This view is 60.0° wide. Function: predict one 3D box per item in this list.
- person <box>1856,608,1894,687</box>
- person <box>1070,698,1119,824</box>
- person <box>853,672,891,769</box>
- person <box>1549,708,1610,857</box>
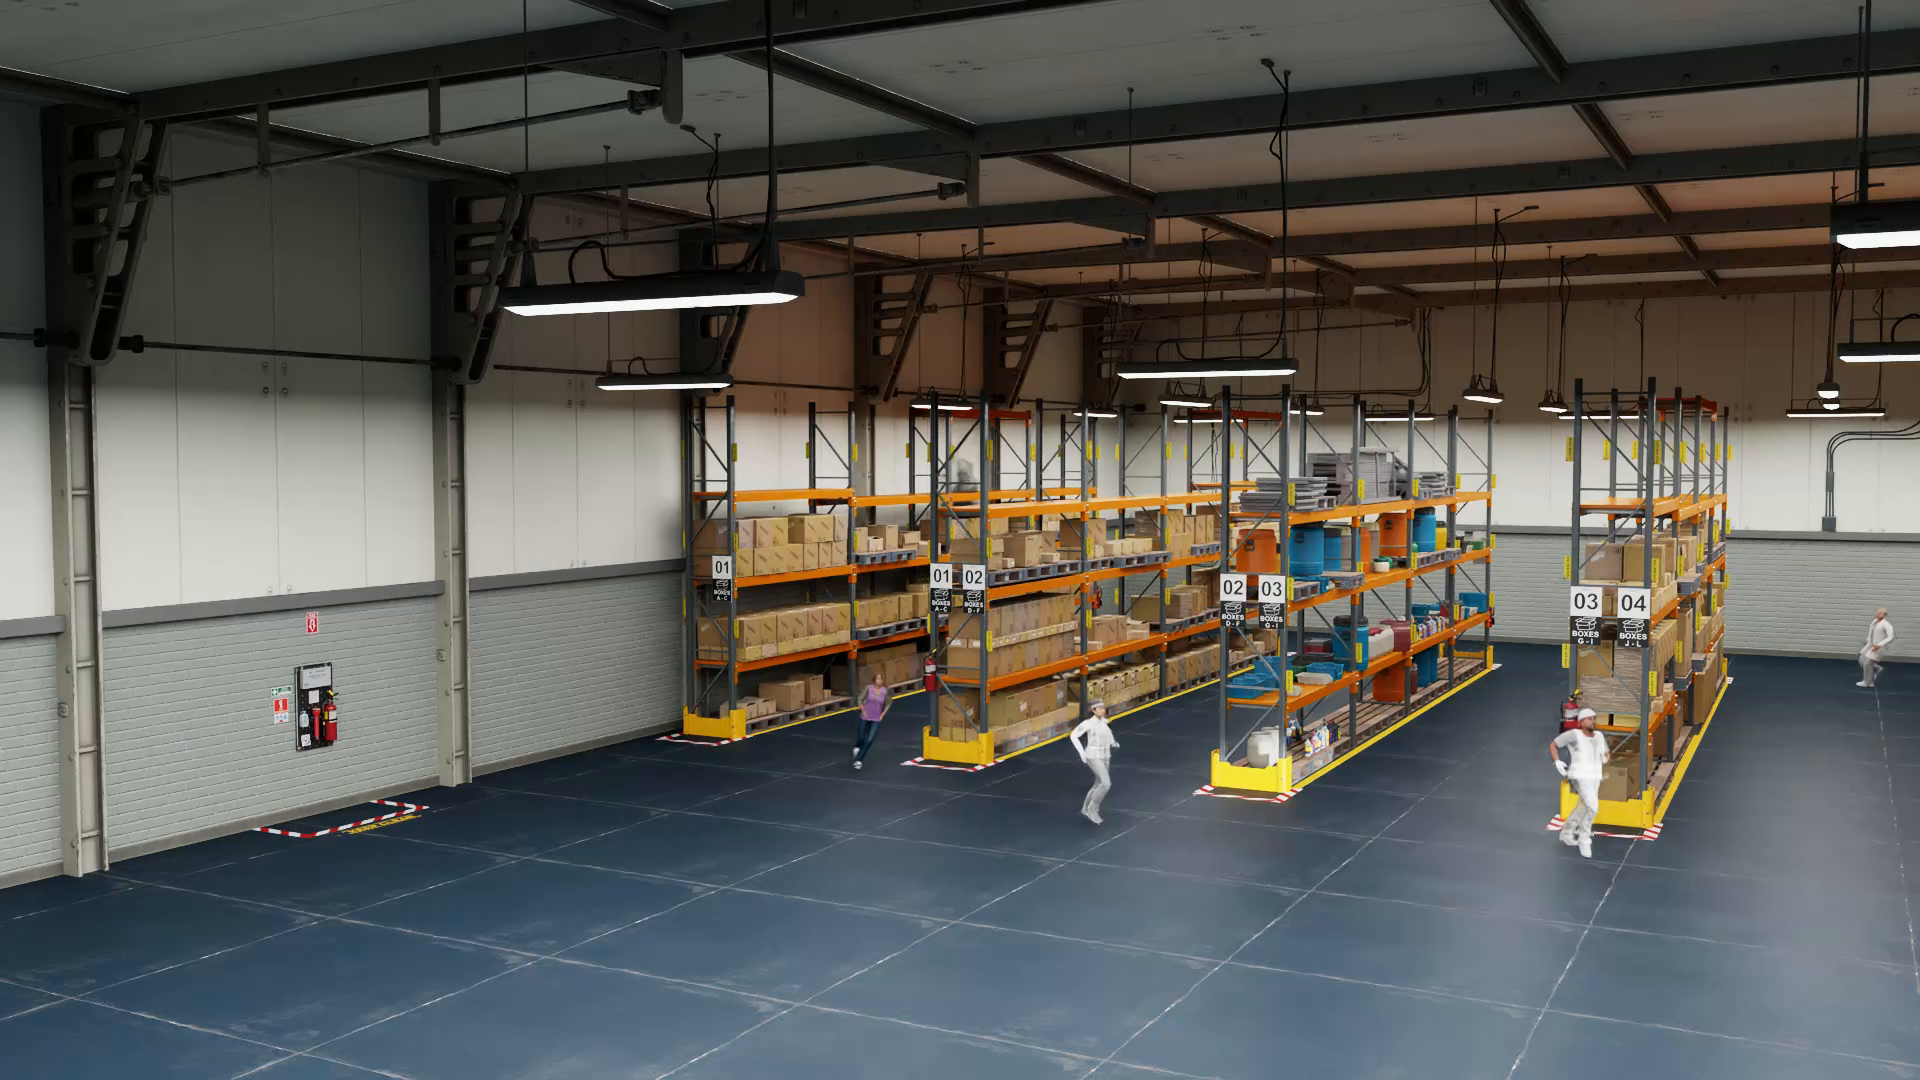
[{"bbox_3d":[19.490,2.292,35.323,0.581,1.697,0.738,-1,3,-10],"label":"person"},{"bbox_3d":[1.876,2.974,22.455,0.581,1.700,0.677,-3,4,-45],"label":"person"},{"bbox_3d":[-1.403,2.853,26.575,0.592,1.517,0.613,0,3,-8],"label":"person"},{"bbox_3d":[7.837,3.033,20.888,0.698,1.835,0.664,-2,3,-30],"label":"person"}]
